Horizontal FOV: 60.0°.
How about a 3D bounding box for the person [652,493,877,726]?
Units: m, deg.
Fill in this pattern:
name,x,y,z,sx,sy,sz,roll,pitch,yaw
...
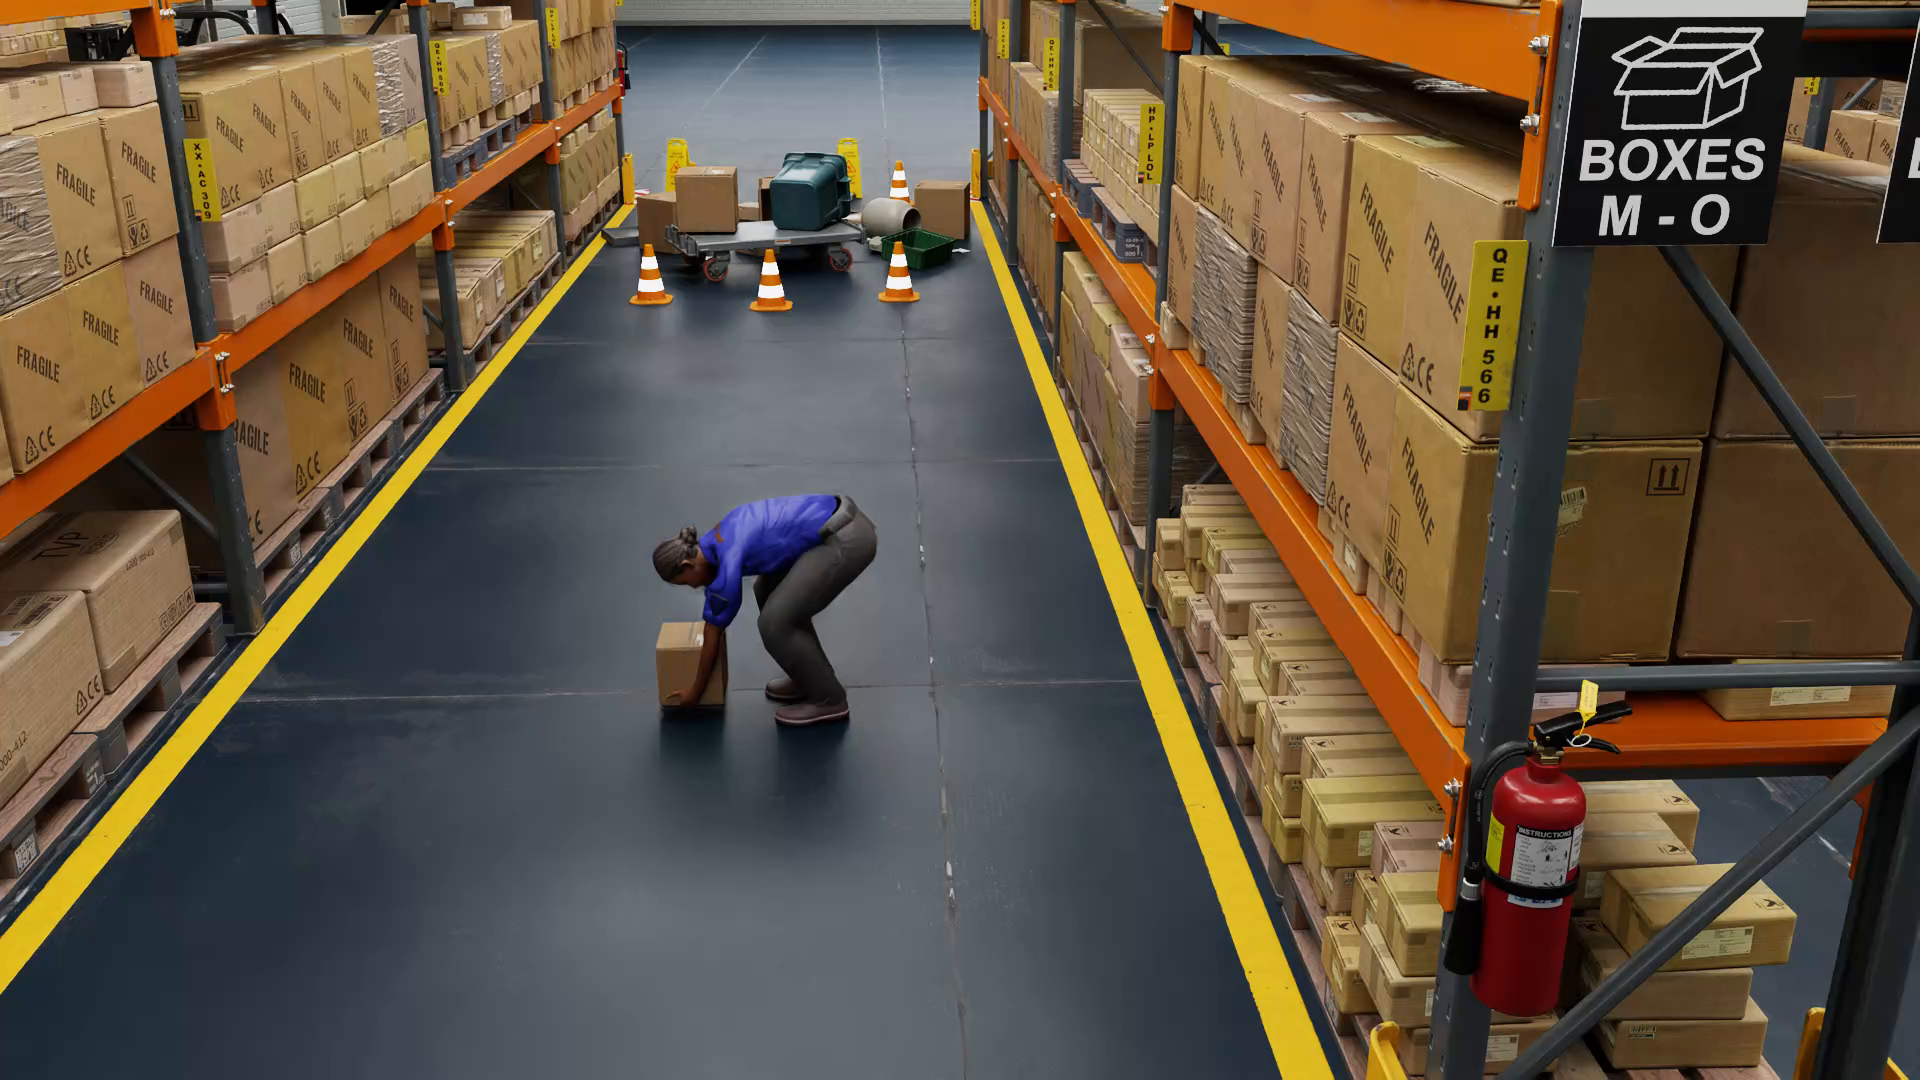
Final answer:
name,x,y,z,sx,sy,sz,roll,pitch,yaw
person,-0.752,0.263,6.498,0.865,0.878,0.456,-2,21,-6
